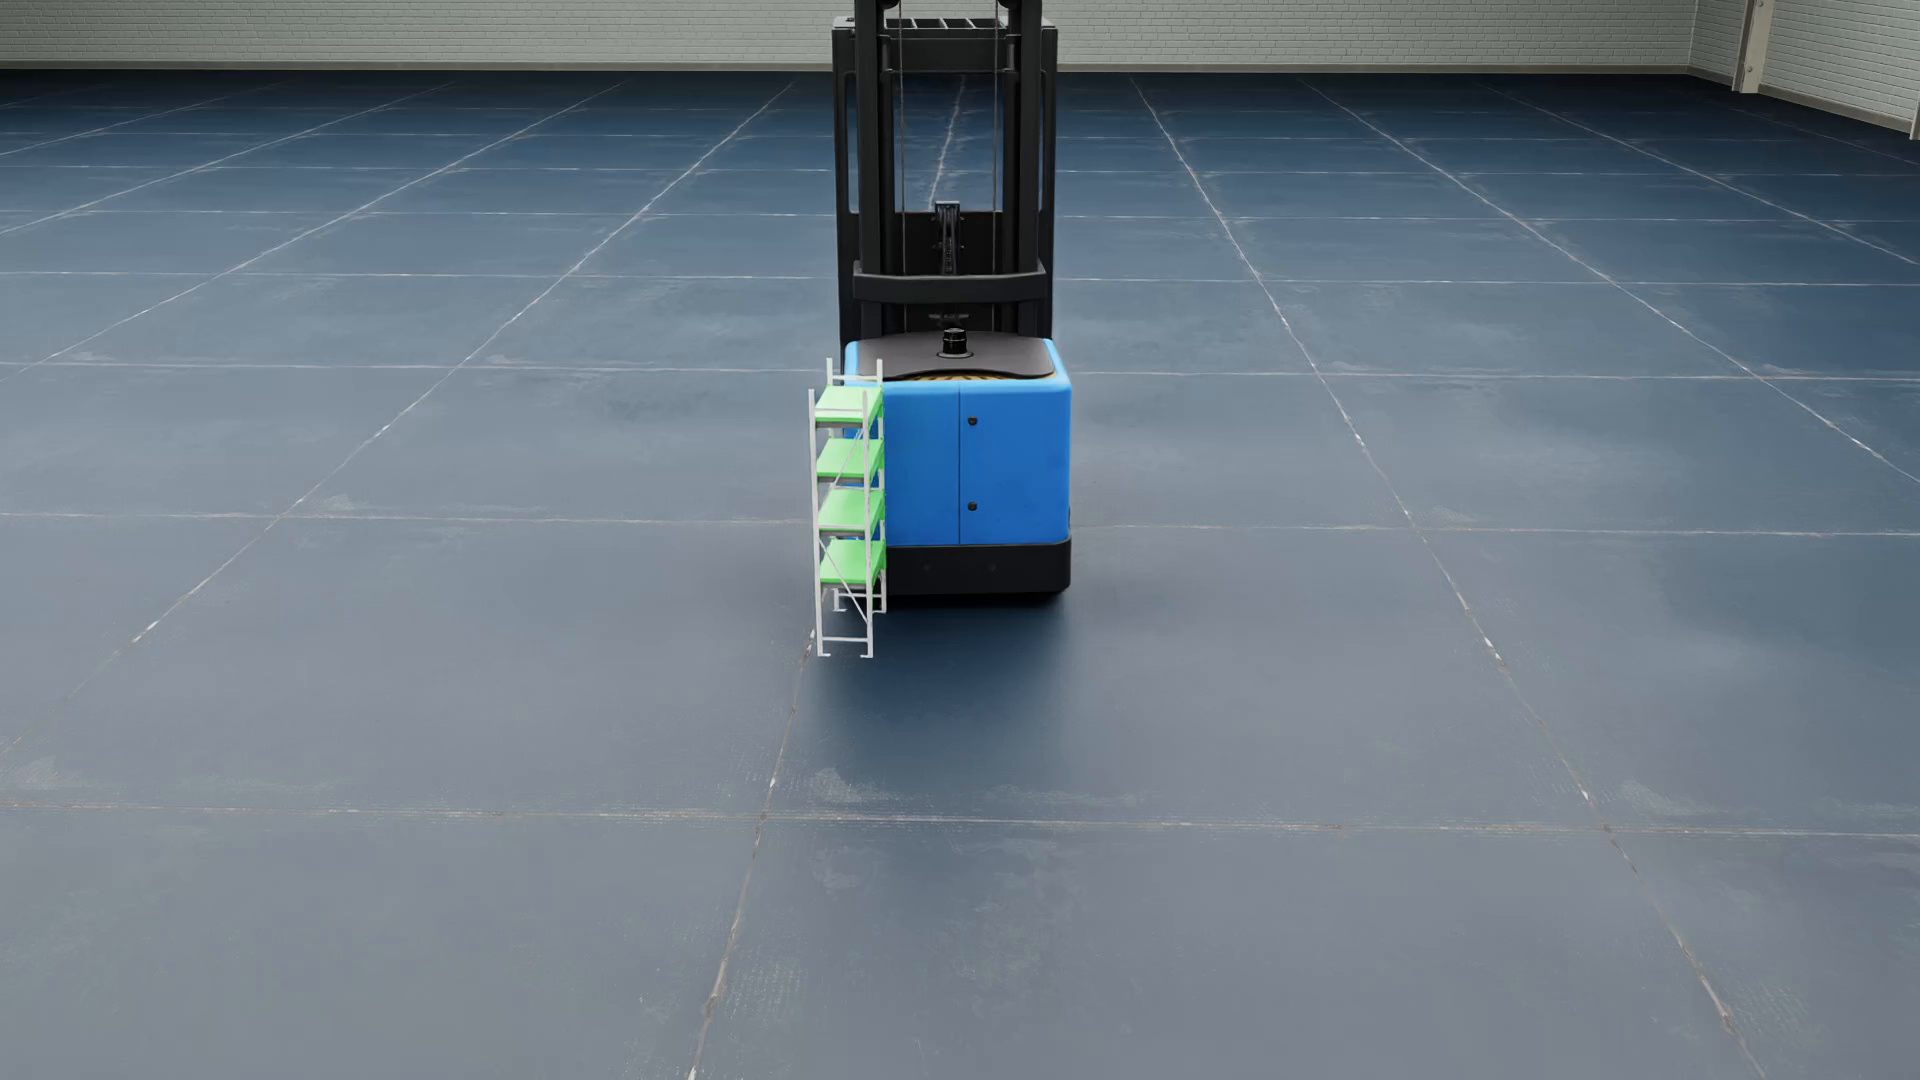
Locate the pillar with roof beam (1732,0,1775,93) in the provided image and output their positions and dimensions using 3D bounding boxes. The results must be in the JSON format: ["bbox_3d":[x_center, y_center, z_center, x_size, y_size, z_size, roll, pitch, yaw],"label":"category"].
[{"bbox_3d":[8.900,-11.780,26.450,9.100,9.000,0.400,1,21,2],"label":"pillar with roof beam"}]

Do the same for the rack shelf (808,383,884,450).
[{"bbox_3d":[-0.479,-0.528,7.080,0.258,0.148,0.480,2,21,4],"label":"rack shelf"}]

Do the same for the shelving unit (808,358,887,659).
[{"bbox_3d":[-0.479,-0.140,7.231,0.258,1.200,0.503,2,21,4],"label":"shelving unit"}]

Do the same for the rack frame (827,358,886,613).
[{"bbox_3d":[-0.460,-0.228,7.458,0.240,1.200,0.015,2,21,4],"label":"rack frame"}]

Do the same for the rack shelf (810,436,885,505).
[{"bbox_3d":[-0.479,-0.304,7.167,0.258,0.148,0.480,2,21,4],"label":"rack shelf"}]

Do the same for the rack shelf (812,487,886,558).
[{"bbox_3d":[-0.479,-0.080,7.254,0.258,0.148,0.480,2,21,4],"label":"rack shelf"}]

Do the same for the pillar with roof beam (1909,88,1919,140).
[{"bbox_3d":[8.717,-9.611,20.859,9.100,9.000,0.400,1,21,2],"label":"pillar with roof beam"}]

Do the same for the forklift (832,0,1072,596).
[{"bbox_3d":[-0.088,-1.596,8.590,1.130,2.935,3.031,-1,21,-3],"label":"forklift"}]

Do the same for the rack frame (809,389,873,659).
[{"bbox_3d":[-0.498,-0.052,7.004,0.240,1.200,0.015,2,21,4],"label":"rack frame"}]

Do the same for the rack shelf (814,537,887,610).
[{"bbox_3d":[-0.479,0.143,7.341,0.258,0.148,0.480,2,21,4],"label":"rack shelf"}]
